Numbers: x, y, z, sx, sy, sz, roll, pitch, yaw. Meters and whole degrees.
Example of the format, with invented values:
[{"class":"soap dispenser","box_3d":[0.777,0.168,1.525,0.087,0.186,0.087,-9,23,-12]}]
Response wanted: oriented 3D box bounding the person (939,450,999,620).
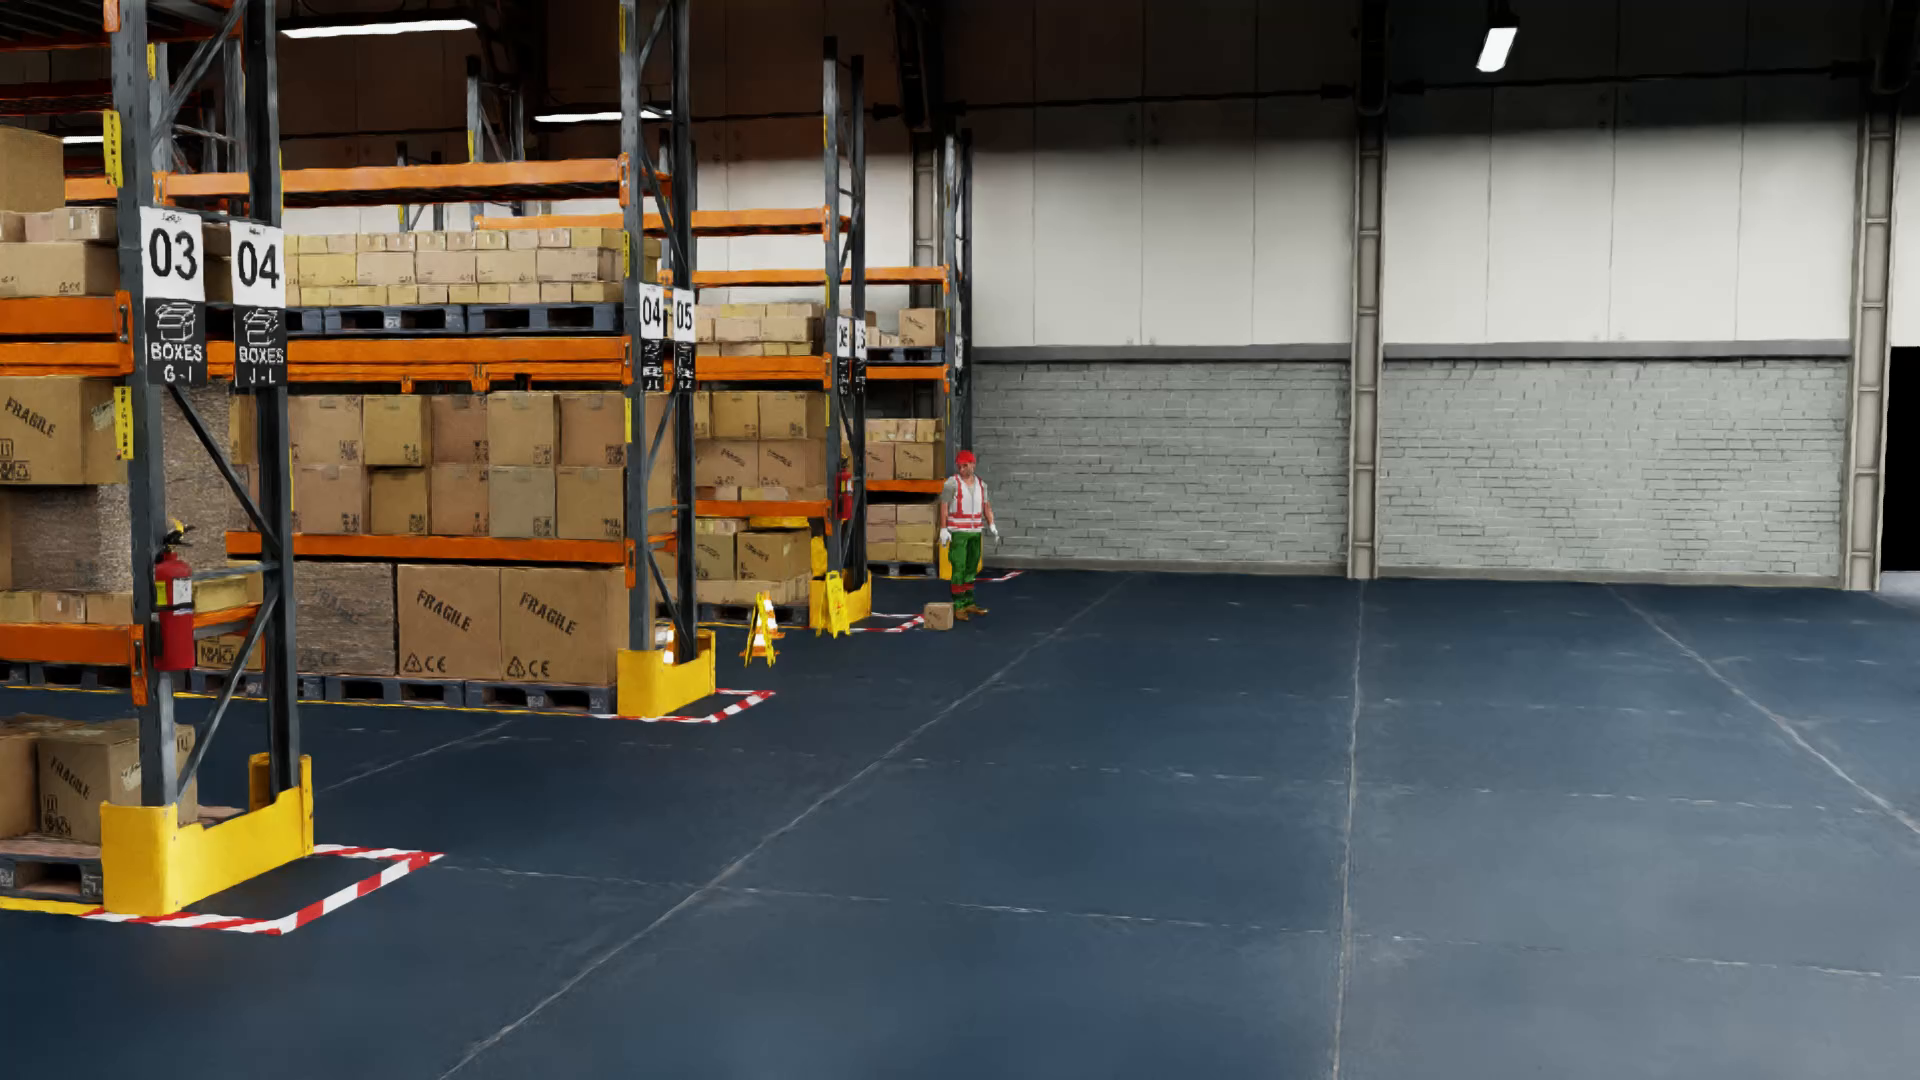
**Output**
[{"class":"person","box_3d":[0.103,-0.071,17.903,0.566,1.793,0.531,-4,6,-36]}]
